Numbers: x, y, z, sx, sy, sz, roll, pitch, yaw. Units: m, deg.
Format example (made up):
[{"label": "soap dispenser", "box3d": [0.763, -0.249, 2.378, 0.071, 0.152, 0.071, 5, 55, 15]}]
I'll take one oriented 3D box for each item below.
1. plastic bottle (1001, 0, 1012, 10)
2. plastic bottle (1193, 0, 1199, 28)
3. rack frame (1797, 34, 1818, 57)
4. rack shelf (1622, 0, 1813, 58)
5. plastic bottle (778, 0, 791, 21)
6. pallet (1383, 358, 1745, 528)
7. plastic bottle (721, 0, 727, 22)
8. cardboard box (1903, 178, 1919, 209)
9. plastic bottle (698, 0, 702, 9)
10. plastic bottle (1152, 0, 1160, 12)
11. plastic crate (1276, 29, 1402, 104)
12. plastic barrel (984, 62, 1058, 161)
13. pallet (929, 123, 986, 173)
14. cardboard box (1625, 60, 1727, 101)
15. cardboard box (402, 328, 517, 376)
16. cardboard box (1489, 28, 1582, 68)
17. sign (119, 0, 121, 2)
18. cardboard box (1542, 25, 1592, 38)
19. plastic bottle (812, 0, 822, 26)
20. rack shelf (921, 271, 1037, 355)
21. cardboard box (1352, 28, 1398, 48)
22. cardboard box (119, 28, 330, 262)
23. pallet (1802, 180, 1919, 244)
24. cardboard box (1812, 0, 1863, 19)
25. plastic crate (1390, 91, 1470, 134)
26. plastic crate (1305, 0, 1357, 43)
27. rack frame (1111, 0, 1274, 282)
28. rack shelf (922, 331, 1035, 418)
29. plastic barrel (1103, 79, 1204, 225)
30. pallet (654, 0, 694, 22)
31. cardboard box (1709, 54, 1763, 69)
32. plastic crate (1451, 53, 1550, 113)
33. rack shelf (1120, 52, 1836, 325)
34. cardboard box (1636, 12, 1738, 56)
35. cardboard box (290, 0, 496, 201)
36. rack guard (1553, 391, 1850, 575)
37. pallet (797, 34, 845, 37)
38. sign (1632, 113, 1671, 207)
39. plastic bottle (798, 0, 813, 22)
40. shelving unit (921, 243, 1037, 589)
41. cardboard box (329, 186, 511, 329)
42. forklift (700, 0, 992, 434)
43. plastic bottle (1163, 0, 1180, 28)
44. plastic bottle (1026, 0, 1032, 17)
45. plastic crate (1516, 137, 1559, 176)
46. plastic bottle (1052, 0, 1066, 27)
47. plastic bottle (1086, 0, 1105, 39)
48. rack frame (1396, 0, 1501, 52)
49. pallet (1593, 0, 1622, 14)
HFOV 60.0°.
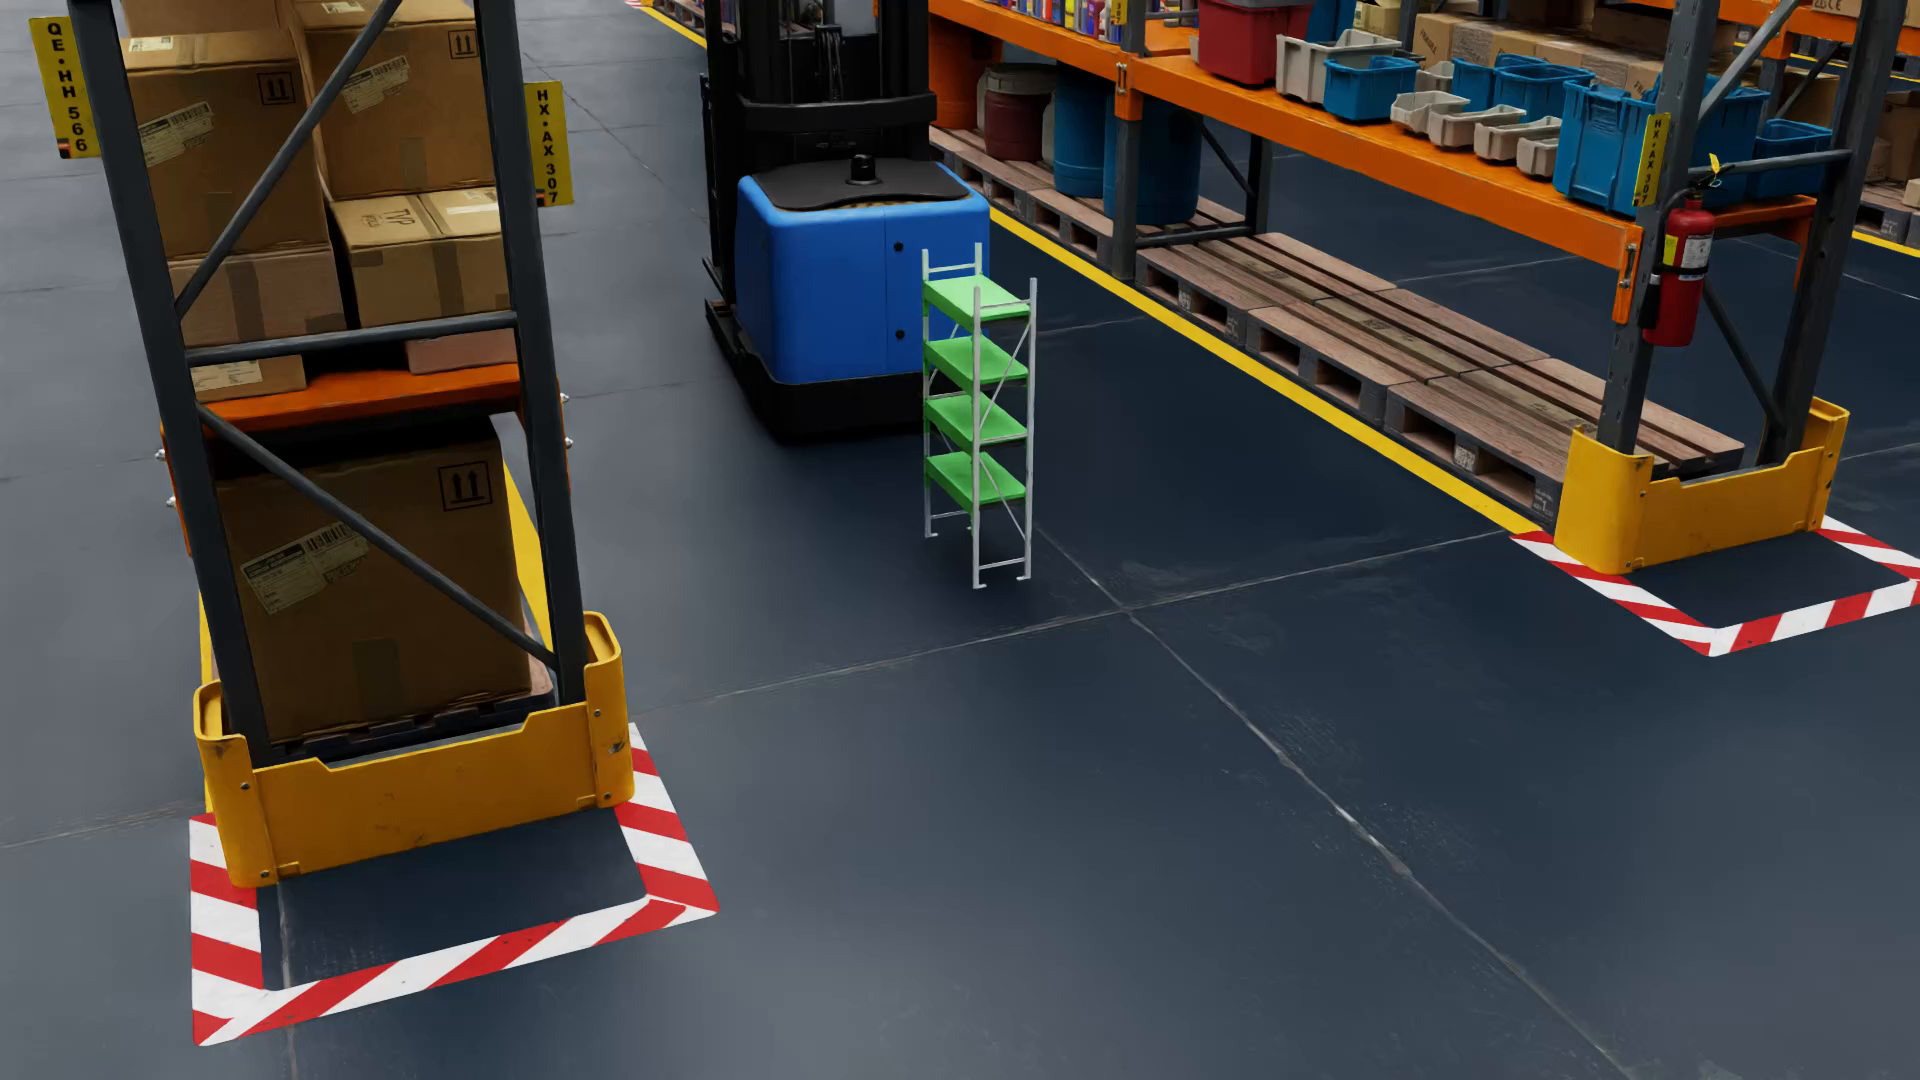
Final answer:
[{"label": "plastic bottle", "box3d": [0.322, -3.629, 10.896, 0.061, 0.283, 0.133, -11, 28, -21]}, {"label": "plastic bottle", "box3d": [1.487, -3.293, 10.223, 0.097, 0.271, 0.097, 0, 26, 0]}, {"label": "rack frame", "box3d": [8.940, -6.310, 16.255, 1.000, 3.000, 0.127, -11, 28, -21]}, {"label": "rack shelf", "box3d": [5.167, -4.327, 13.013, 1.077, 0.370, 4.000, -11, 28, -21]}, {"label": "plastic bottle", "box3d": [-1.809, -5.602, 17.323, 0.144, 0.351, 0.185, -11, 28, -21]}, {"label": "pallet", "box3d": [2.670, -0.465, 7.461, 1.003, 0.211, 1.213, -11, 28, -21]}, {"label": "plastic bottle", "box3d": [-2.437, -5.546, 17.285, 0.061, 0.283, 0.133, -9, 27, -17]}, {"label": "cardboard box", "box3d": [6.263, -2.213, 10.592, 0.380, 0.166, 0.250, -11, 28, -21]}, {"label": "plastic bottle", "box3d": [-2.813, -5.935, 18.080, 0.061, 0.283, 0.133, -10, 28, -20]}, {"label": "plastic bottle", "box3d": [1.292, -3.521, 10.675, 0.061, 0.283, 0.133, -11, 28, -21]}, {"label": "plastic crate", "box3d": [1.819, -2.319, 8.147, 0.437, 0.282, 0.530, -11, 28, -21]}, {"label": "plastic barrel", "box3d": [0.474, -3.062, 11.873, 0.600, 0.588, 0.708, -11, 28, -21]}, {"label": "pallet", "box3d": [0.171, -3.044, 12.743, 1.003, 0.211, 1.213, -11, 28, -21]}, {"label": "cardboard box", "box3d": [5.307, -3.268, 12.372, 0.500, 0.500, 0.500, -10, 28, -20]}, {"label": "cardboard box", "box3d": [-1.435, -0.614, 4.876, 0.380, 0.149, 0.250, -10, 28, -20]}, {"label": "cardboard box", "box3d": [4.701, -3.885, 13.636, 0.500, 0.500, 0.500, -11, 28, -21]}, {"label": "sign", "box3d": [-3.662, -2.530, 7.283, 0.100, 0.325, 0.005, -11, 28, -21]}, {"label": "cardboard box", "box3d": [5.168, -3.986, 13.842, 0.500, 0.500, 0.500, -12, 28, -22]}, {"label": "plastic bottle", "box3d": [-1.464, -5.398, 16.996, 0.097, 0.271, 0.097, 0, 26, 0]}, {"label": "rack shelf", "box3d": [0.065, -0.846, 6.167, 0.258, 0.148, 0.480, -11, 28, -21]}, {"label": "cardboard box", "box3d": [3.953, -4.581, 15.369, 0.500, 0.250, 0.500, -10, 28, -19]}, {"label": "cardboard box", "box3d": [-2.033, -1.082, 4.524, 0.500, 0.500, 0.500, -10, 28, -20]}, {"label": "pallet", "box3d": [6.218, -2.312, 11.245, 1.003, 0.211, 1.213, -11, 28, -21]}, {"label": "cardboard box", "box3d": [5.899, -3.635, 10.662, 0.500, 0.500, 0.500, -10, 28, -19]}, {"label": "plastic crate", "box3d": [2.107, -1.929, 7.514, 0.298, 0.136, 0.250, -11, 28, -21]}, {"label": "plastic crate", "box3d": [1.888, -2.883, 9.186, 0.392, 0.384, 0.575, -11, 28, -21]}, {"label": "rack frame", "box3d": [1.391, -2.993, 9.461, 1.000, 3.000, 0.127, -11, 28, -21]}, {"label": "rack shelf", "box3d": [0.065, -0.631, 6.273, 0.258, 0.148, 0.480, -11, 28, -21]}, {"label": "plastic barrel", "box3d": [1.193, -2.461, 10.285, 0.600, 0.901, 0.708, -11, 28, -21]}, {"label": "pallet", "box3d": [-2.922, -6.233, 19.275, 1.003, 0.211, 1.213, -11, 28, -21]}, {"label": "cardboard box", "box3d": [5.766, -3.368, 12.576, 0.500, 0.500, 0.500, -10, 28, -20]}, {"label": "plastic crate", "box3d": [2.530, -2.139, 7.834, 0.416, 0.233, 0.300, -11, 28, -21]}, {"label": "rack shelf", "box3d": [2.174, -1.862, 7.966, 1.077, 0.370, 4.000, -11, 28, -21]}, {"label": "cardboard box", "box3d": [5.593, -3.895, 12.801, 0.500, 0.250, 0.500, -11, 28, -20]}, {"label": "cardboard box", "box3d": [-1.735, -1.373, 5.119, 0.500, 0.500, 0.500, -11, 28, -22]}, {"label": "rack guard", "box3d": [2.979, -0.248, 6.687, 1.175, 0.500, 0.348, -11, 28, -21]}, {"label": "pallet", "box3d": [-1.399, -4.659, 16.052, 1.003, 0.211, 1.213, -11, 28, -21]}, {"label": "sign", "box3d": [2.457, -1.351, 5.911, 0.100, 0.325, 0.005, -11, 28, -21]}, {"label": "plastic bottle", "box3d": [-1.615, -5.526, 17.253, 0.152, 0.276, 0.135, -10, 28, -19]}, {"label": "shelving unit", "box3d": [0.065, -0.472, 6.350, 0.258, 1.200, 0.503, -11, 28, -21]}, {"label": "cardboard box", "box3d": [-1.540, -0.834, 4.871, 0.500, 0.250, 0.500, -11, 28, -22]}, {"label": "forklift", "box3d": [-0.761, -2.426, 8.378, 1.130, 2.935, 3.031, -8, 27, -15]}, {"label": "plastic bottle", "box3d": [1.309, -3.275, 10.265, 0.097, 0.201, 0.097, 0, 26, 0]}, {"label": "plastic bottle", "box3d": [0.475, -3.455, 10.634, 0.097, 0.201, 0.097, 0, 26, 0]}, {"label": "plastic crate", "box3d": [2.471, -1.585, 6.809, 0.396, 0.136, 0.243, -11, 28, -21]}, {"label": "plastic bottle", "box3d": [0.657, -3.360, 10.270, 0.144, 0.351, 0.185, -11, 28, -21]}, {"label": "plastic bottle", "box3d": [0.806, -3.130, 9.874, 0.061, 0.283, 0.133, -11, 28, -21]}, {"label": "rack frame", "box3d": [4.384, -5.457, 14.509, 1.000, 3.000, 0.127, -11, 28, -21]}, {"label": "pallet", "box3d": [7.680, -6.358, 19.531, 1.003, 0.211, 1.213, -11, 28, -21]}]
